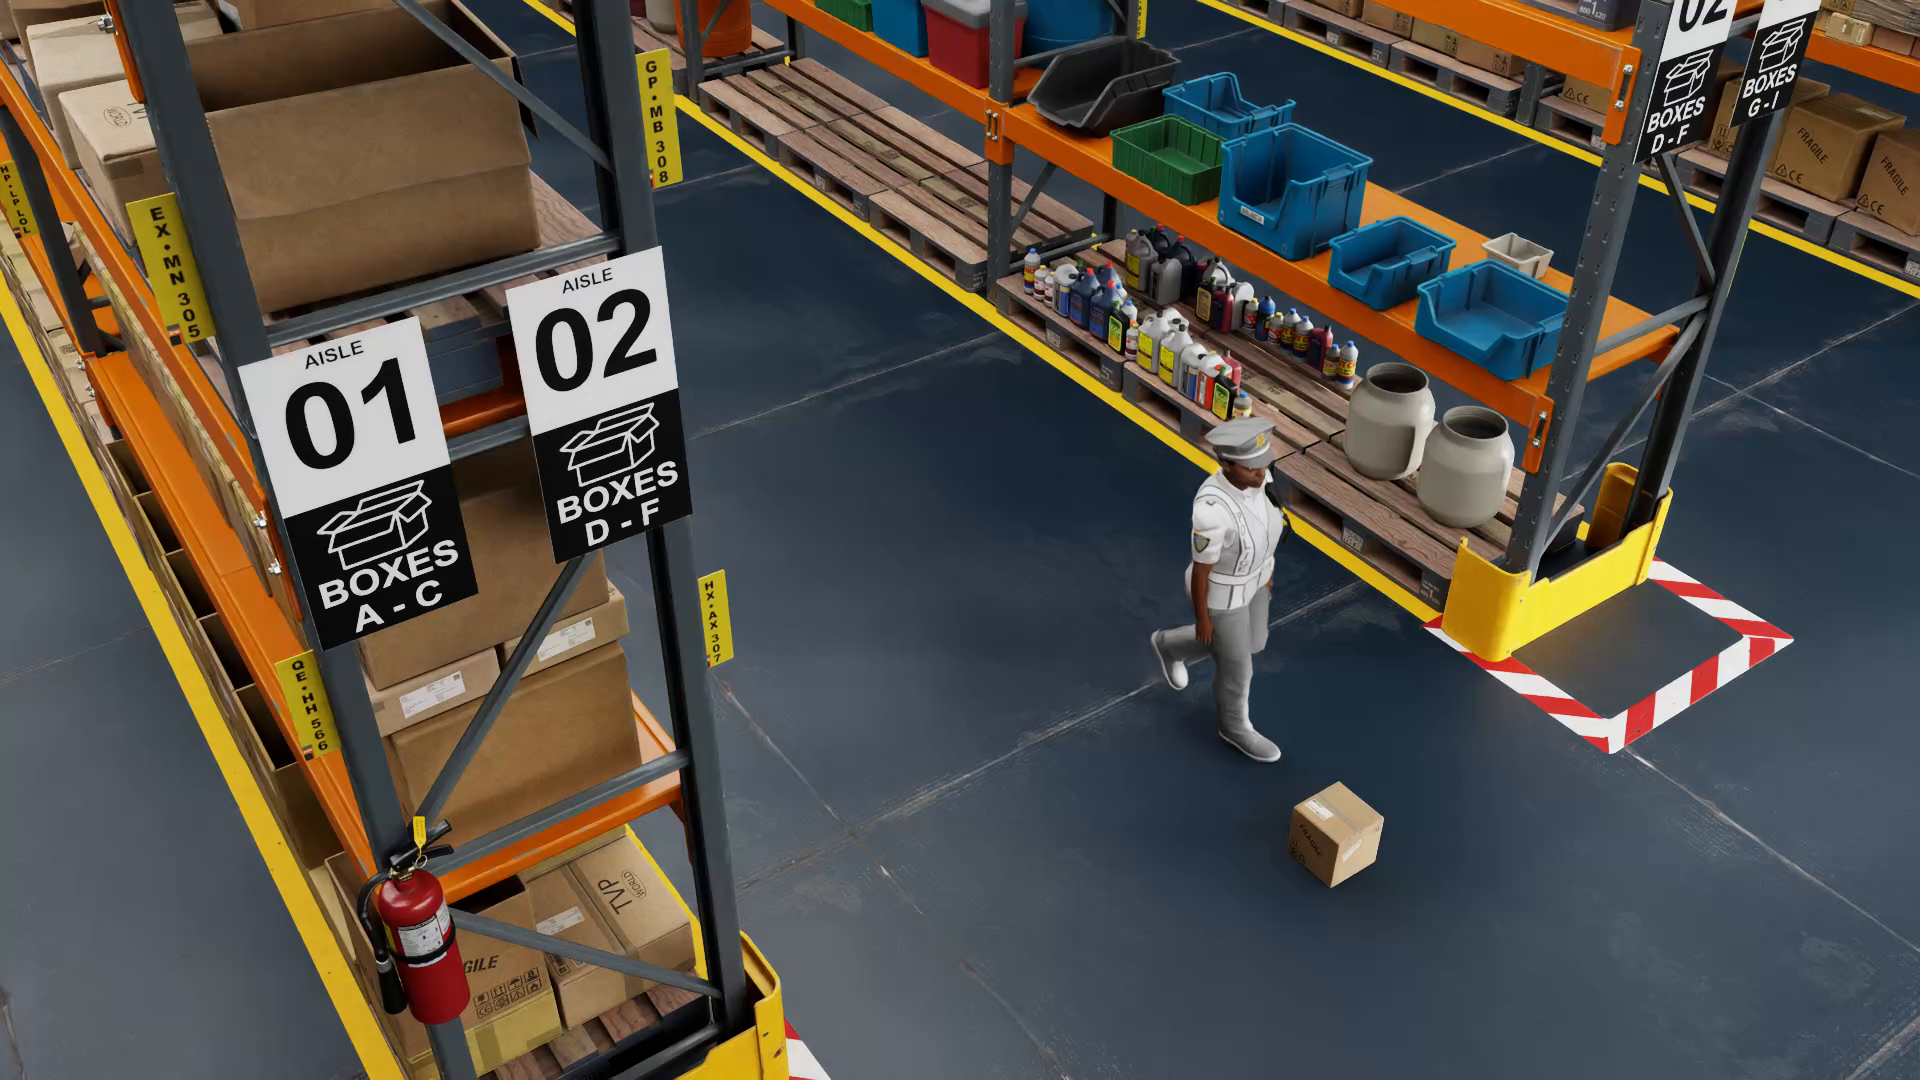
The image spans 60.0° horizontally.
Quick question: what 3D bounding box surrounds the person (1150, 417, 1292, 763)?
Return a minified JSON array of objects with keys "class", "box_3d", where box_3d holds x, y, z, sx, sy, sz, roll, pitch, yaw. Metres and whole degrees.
[{"class":"person","box_3d":[1.044,0.177,6.743,0.707,1.666,0.479,24,43,29]}]
